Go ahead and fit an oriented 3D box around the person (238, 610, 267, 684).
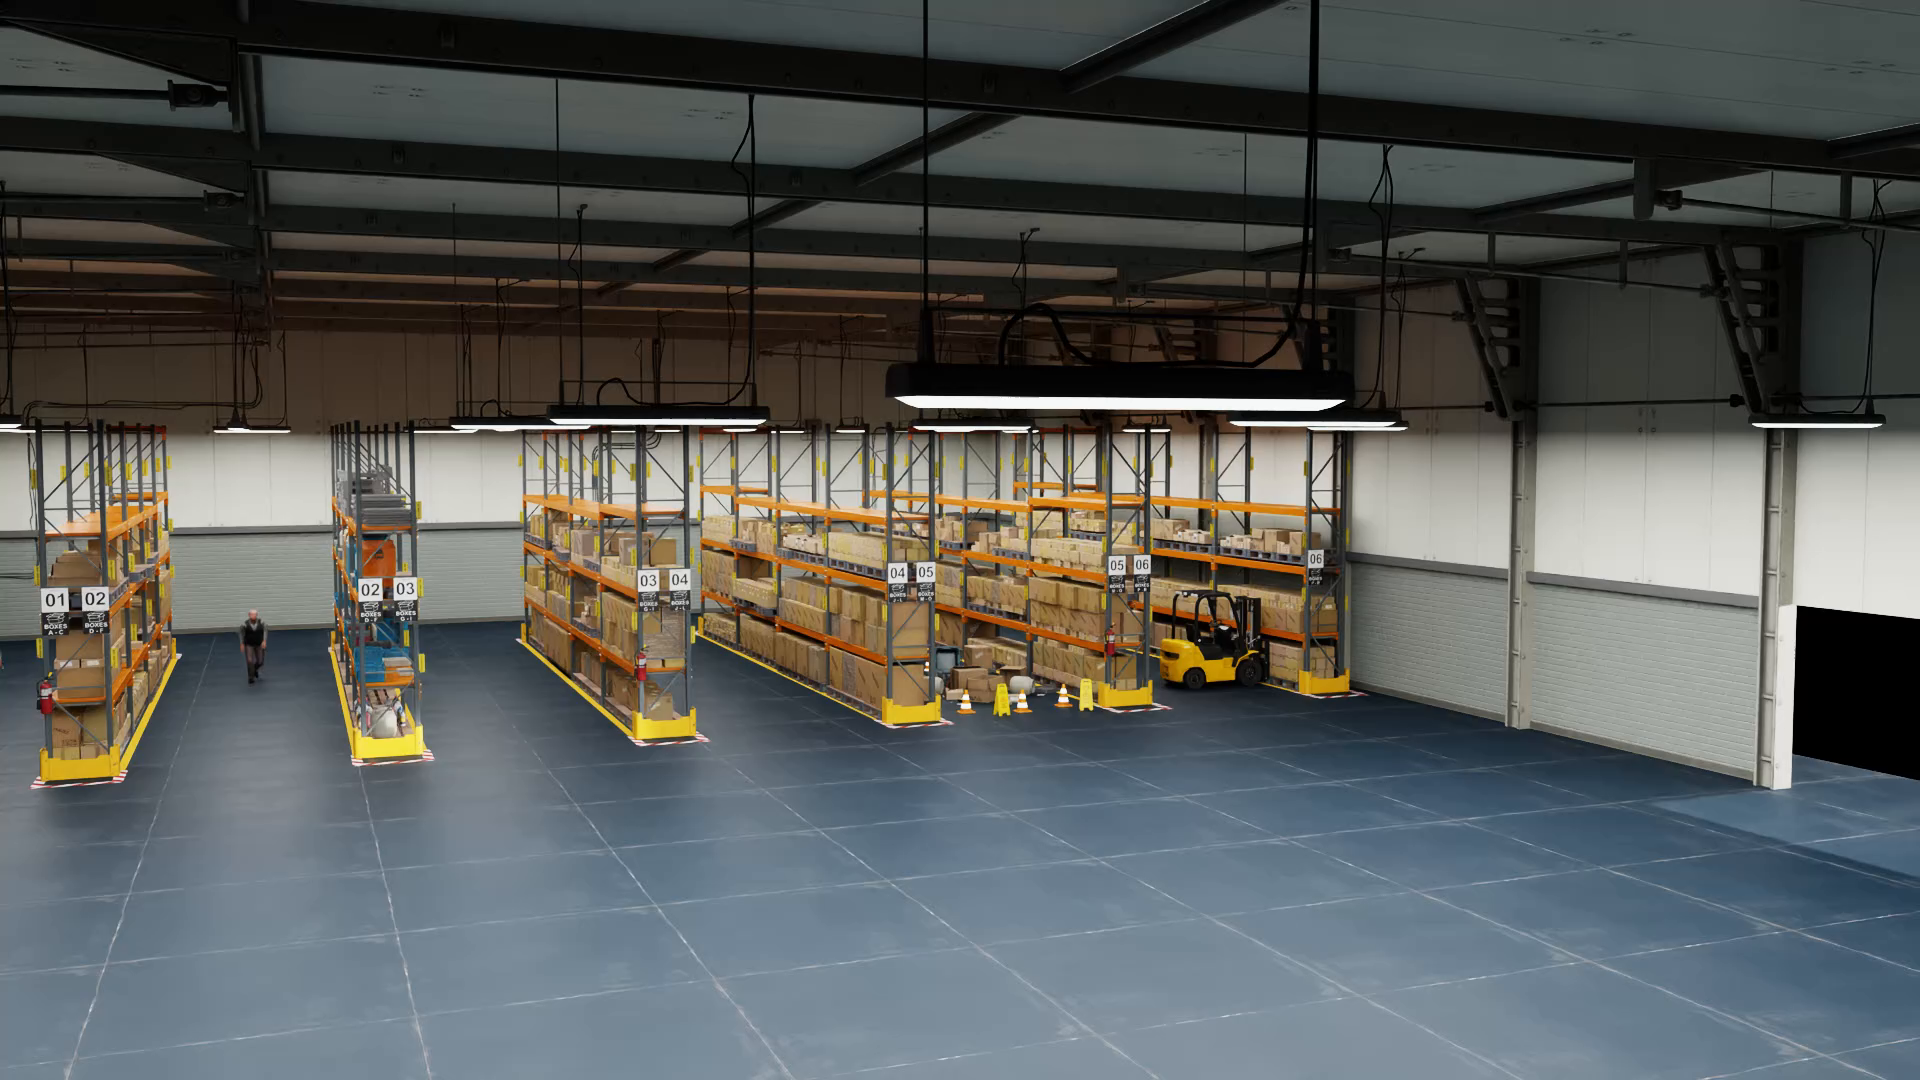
[{"bbox_3d":[-16.487,2.460,38.744,0.624,1.704,0.638,-2,4,-33],"label":"person"}]
